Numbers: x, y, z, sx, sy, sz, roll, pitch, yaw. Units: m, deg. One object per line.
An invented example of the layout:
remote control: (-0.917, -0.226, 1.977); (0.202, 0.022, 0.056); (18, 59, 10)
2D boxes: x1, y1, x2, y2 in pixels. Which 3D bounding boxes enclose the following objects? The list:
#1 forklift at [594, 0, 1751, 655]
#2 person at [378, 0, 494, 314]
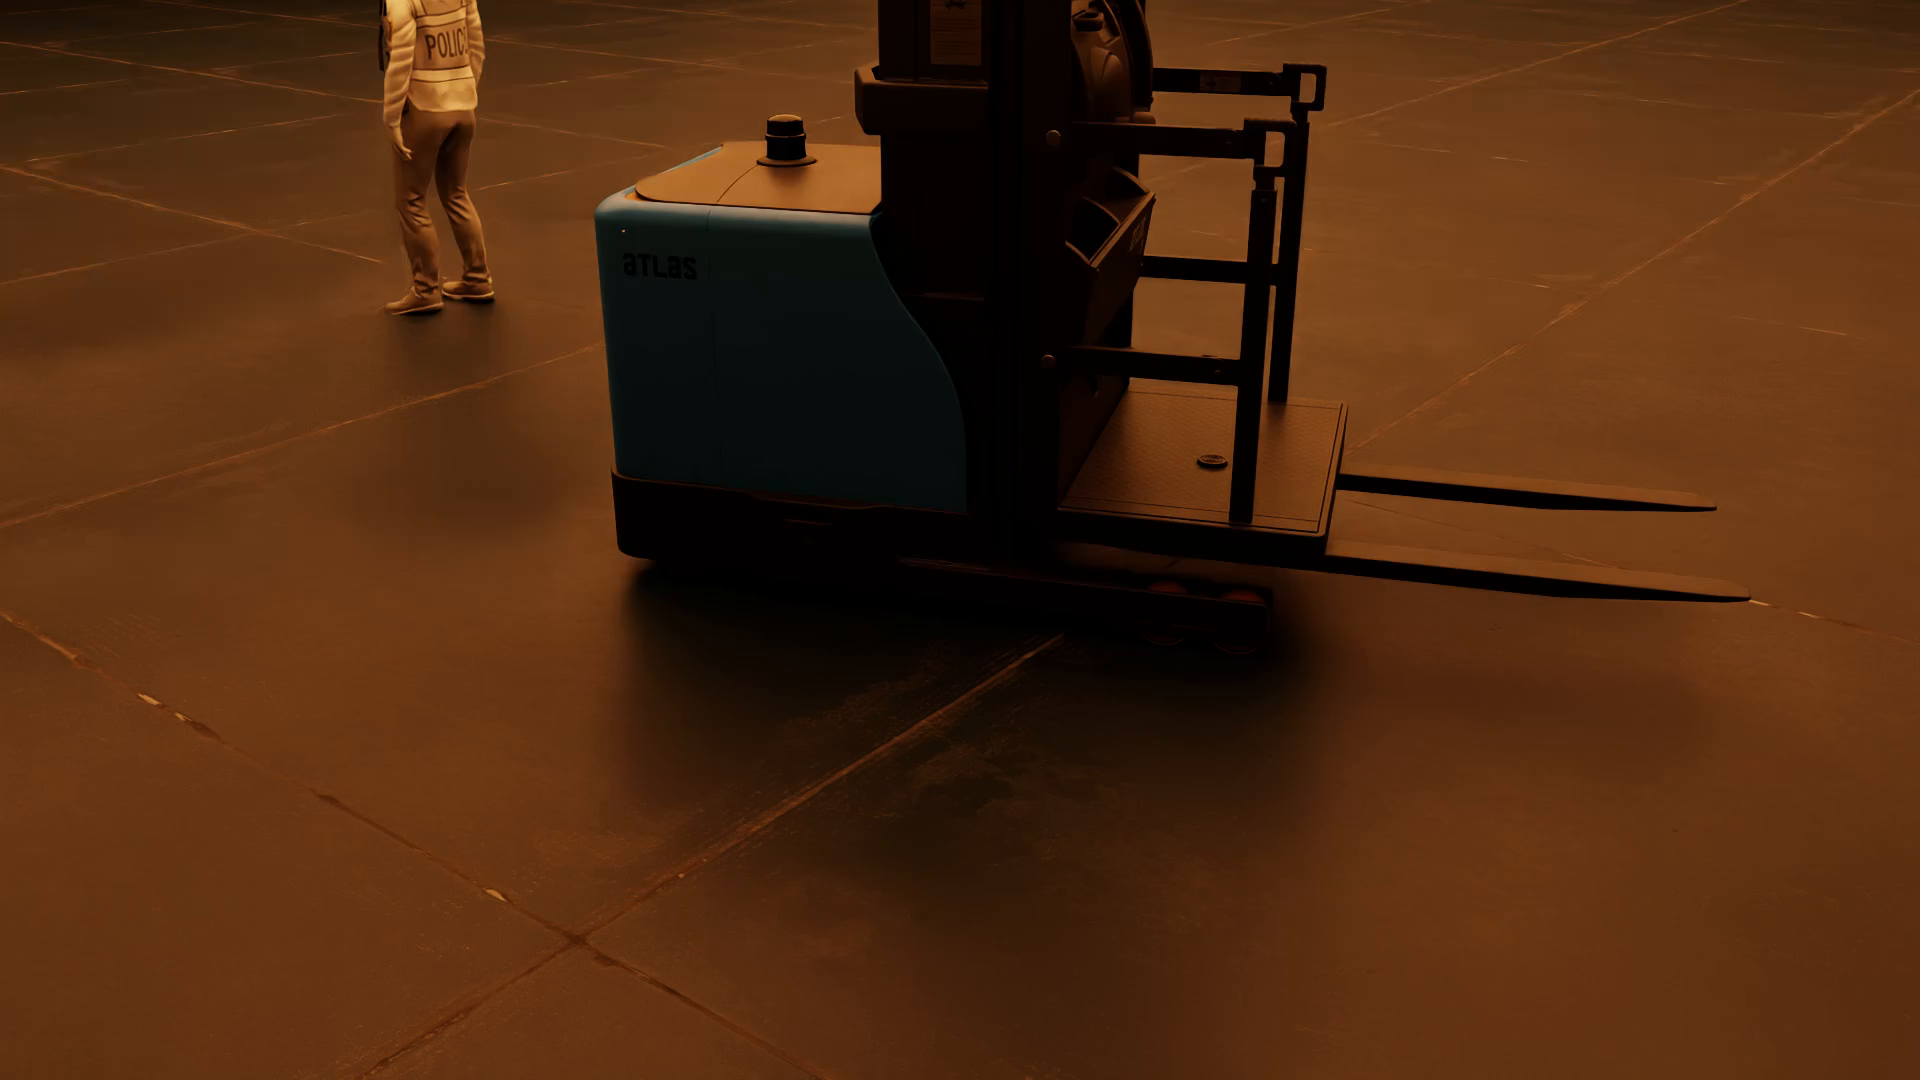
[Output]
forklift: (0.587, -1.281, 4.284); (3.031, 2.935, 1.130); (6, 24, 14)
person: (-2.281, -1.806, 7.090); (0.450, 1.712, 0.568); (12, 26, 25)
